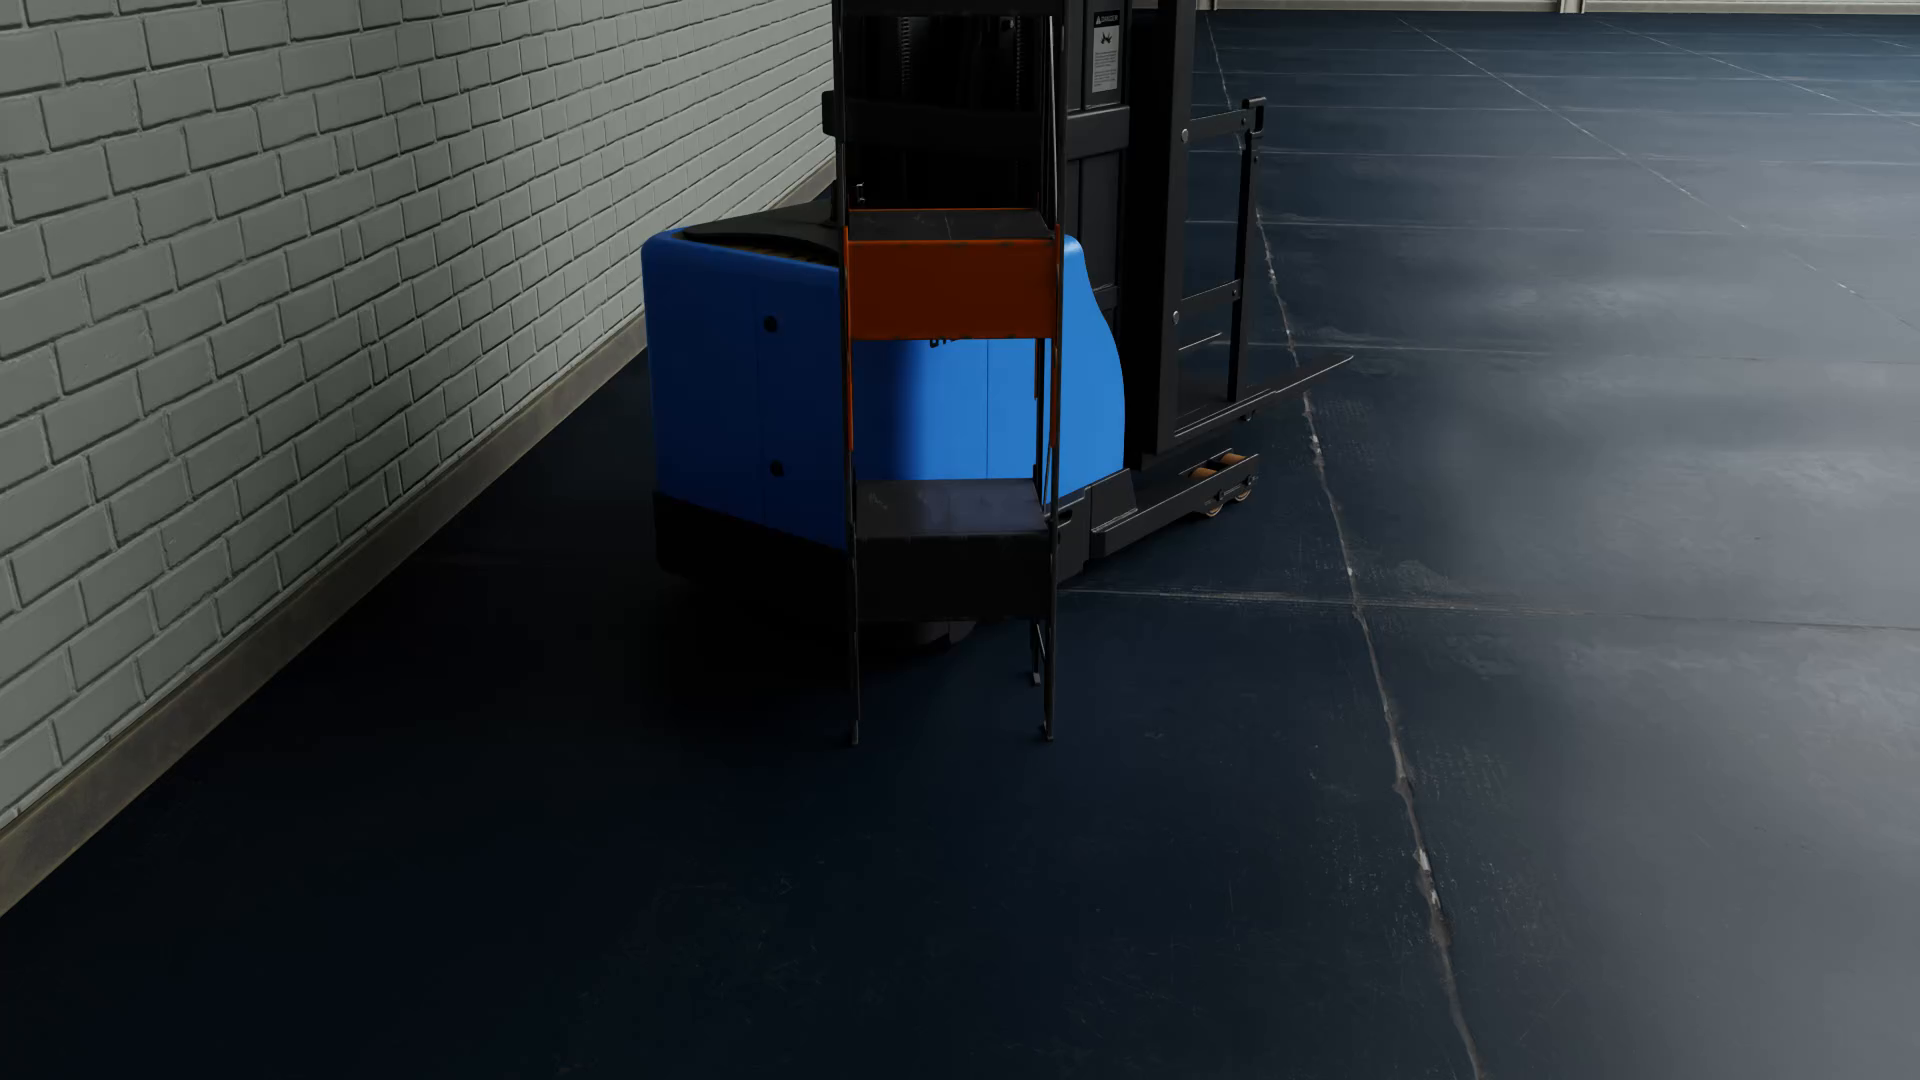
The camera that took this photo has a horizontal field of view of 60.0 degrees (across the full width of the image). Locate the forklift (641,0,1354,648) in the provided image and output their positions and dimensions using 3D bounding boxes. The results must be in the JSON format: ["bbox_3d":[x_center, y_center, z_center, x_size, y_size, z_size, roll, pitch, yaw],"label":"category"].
[{"bbox_3d":[0.388,-1.542,5.354,1.130,2.935,3.031,16,27,35],"label":"forklift"}]

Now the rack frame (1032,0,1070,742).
[{"bbox_3d":[0.214,-0.545,3.962,0.015,2.100,0.400,-1,22,-3],"label":"rack frame"}]

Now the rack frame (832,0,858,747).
[{"bbox_3d":[-0.273,-0.535,3.937,0.015,2.100,0.400,-1,22,-3],"label":"rack frame"}]

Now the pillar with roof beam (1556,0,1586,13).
[{"bbox_3d":[9.605,-11.359,21.932,0.400,9.000,9.100,2,22,6],"label":"pillar with roof beam"}]

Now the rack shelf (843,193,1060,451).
[{"bbox_3d":[-0.029,-0.527,3.955,0.480,0.518,0.431,-1,22,-3],"label":"rack shelf"}]

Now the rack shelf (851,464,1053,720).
[{"bbox_3d":[-0.029,0.124,4.212,0.480,0.518,0.431,-1,22,-3],"label":"rack shelf"}]

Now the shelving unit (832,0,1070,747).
[{"bbox_3d":[-0.029,-0.540,3.950,0.503,2.100,0.431,-1,22,-3],"label":"shelving unit"}]

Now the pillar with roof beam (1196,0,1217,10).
[{"bbox_3d":[3.647,-11.619,22.589,0.400,9.000,9.100,2,22,6],"label":"pillar with roof beam"}]

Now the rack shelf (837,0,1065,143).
[{"bbox_3d":[-0.029,-1.178,3.697,0.480,0.518,0.431,-1,22,-3],"label":"rack shelf"}]
